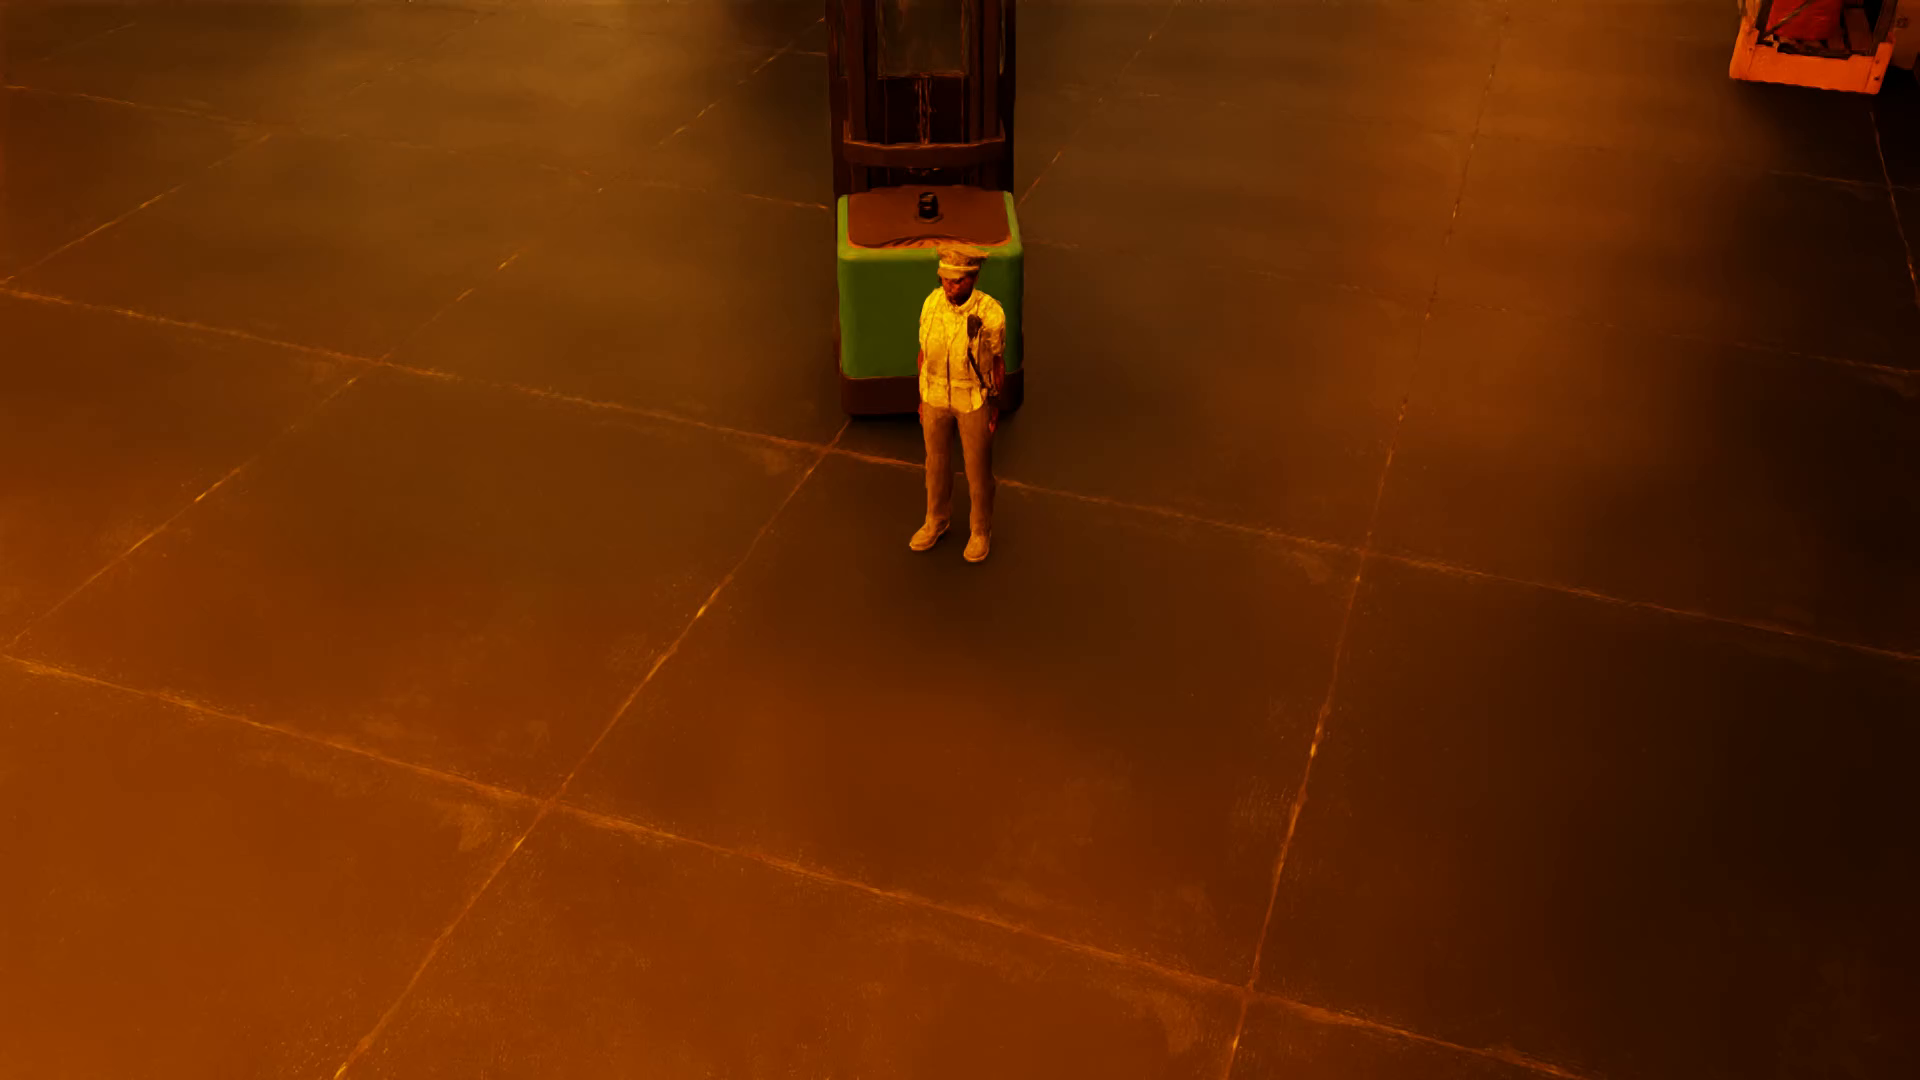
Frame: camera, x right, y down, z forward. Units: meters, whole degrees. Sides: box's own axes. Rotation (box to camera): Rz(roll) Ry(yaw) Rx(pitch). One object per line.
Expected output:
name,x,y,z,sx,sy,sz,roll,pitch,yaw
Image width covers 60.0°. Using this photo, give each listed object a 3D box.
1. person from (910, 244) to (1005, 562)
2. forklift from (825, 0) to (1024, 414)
person,-0.014,-0.678,8.144,0.444,1.692,0.338,12,37,16
forklift,-0.237,-2.744,9.982,1.130,2.935,3.031,-2,35,-3
